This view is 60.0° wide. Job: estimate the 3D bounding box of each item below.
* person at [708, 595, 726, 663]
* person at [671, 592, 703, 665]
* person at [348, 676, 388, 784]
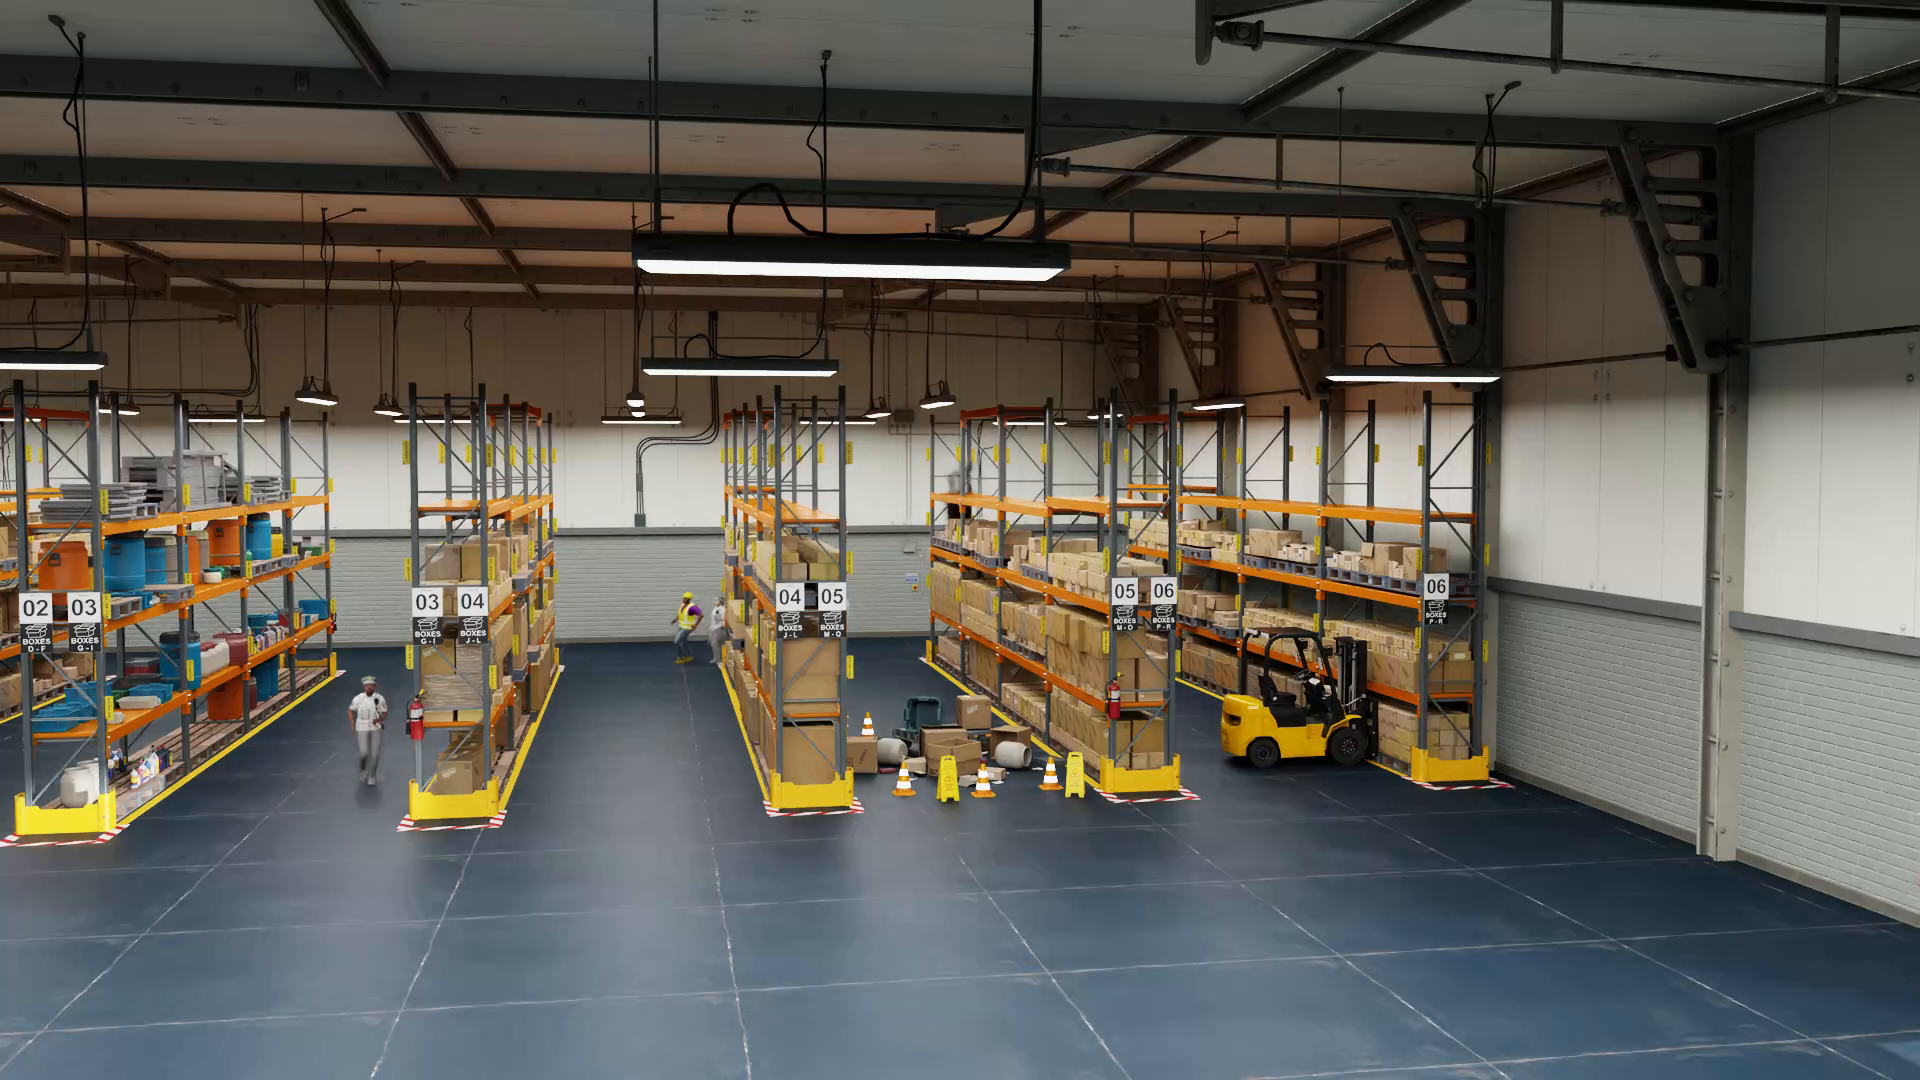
[{"bbox_3d":[-5.818,2.161,40.250,0.543,1.674,0.629,-3,4,-43],"label":"person"},{"bbox_3d":[-6.575,2.128,39.883,0.663,1.770,0.762,-2,4,-38],"label":"person"},{"bbox_3d":[-8.958,2.888,25.196,0.560,1.659,0.576,-1,3,-23],"label":"person"}]
